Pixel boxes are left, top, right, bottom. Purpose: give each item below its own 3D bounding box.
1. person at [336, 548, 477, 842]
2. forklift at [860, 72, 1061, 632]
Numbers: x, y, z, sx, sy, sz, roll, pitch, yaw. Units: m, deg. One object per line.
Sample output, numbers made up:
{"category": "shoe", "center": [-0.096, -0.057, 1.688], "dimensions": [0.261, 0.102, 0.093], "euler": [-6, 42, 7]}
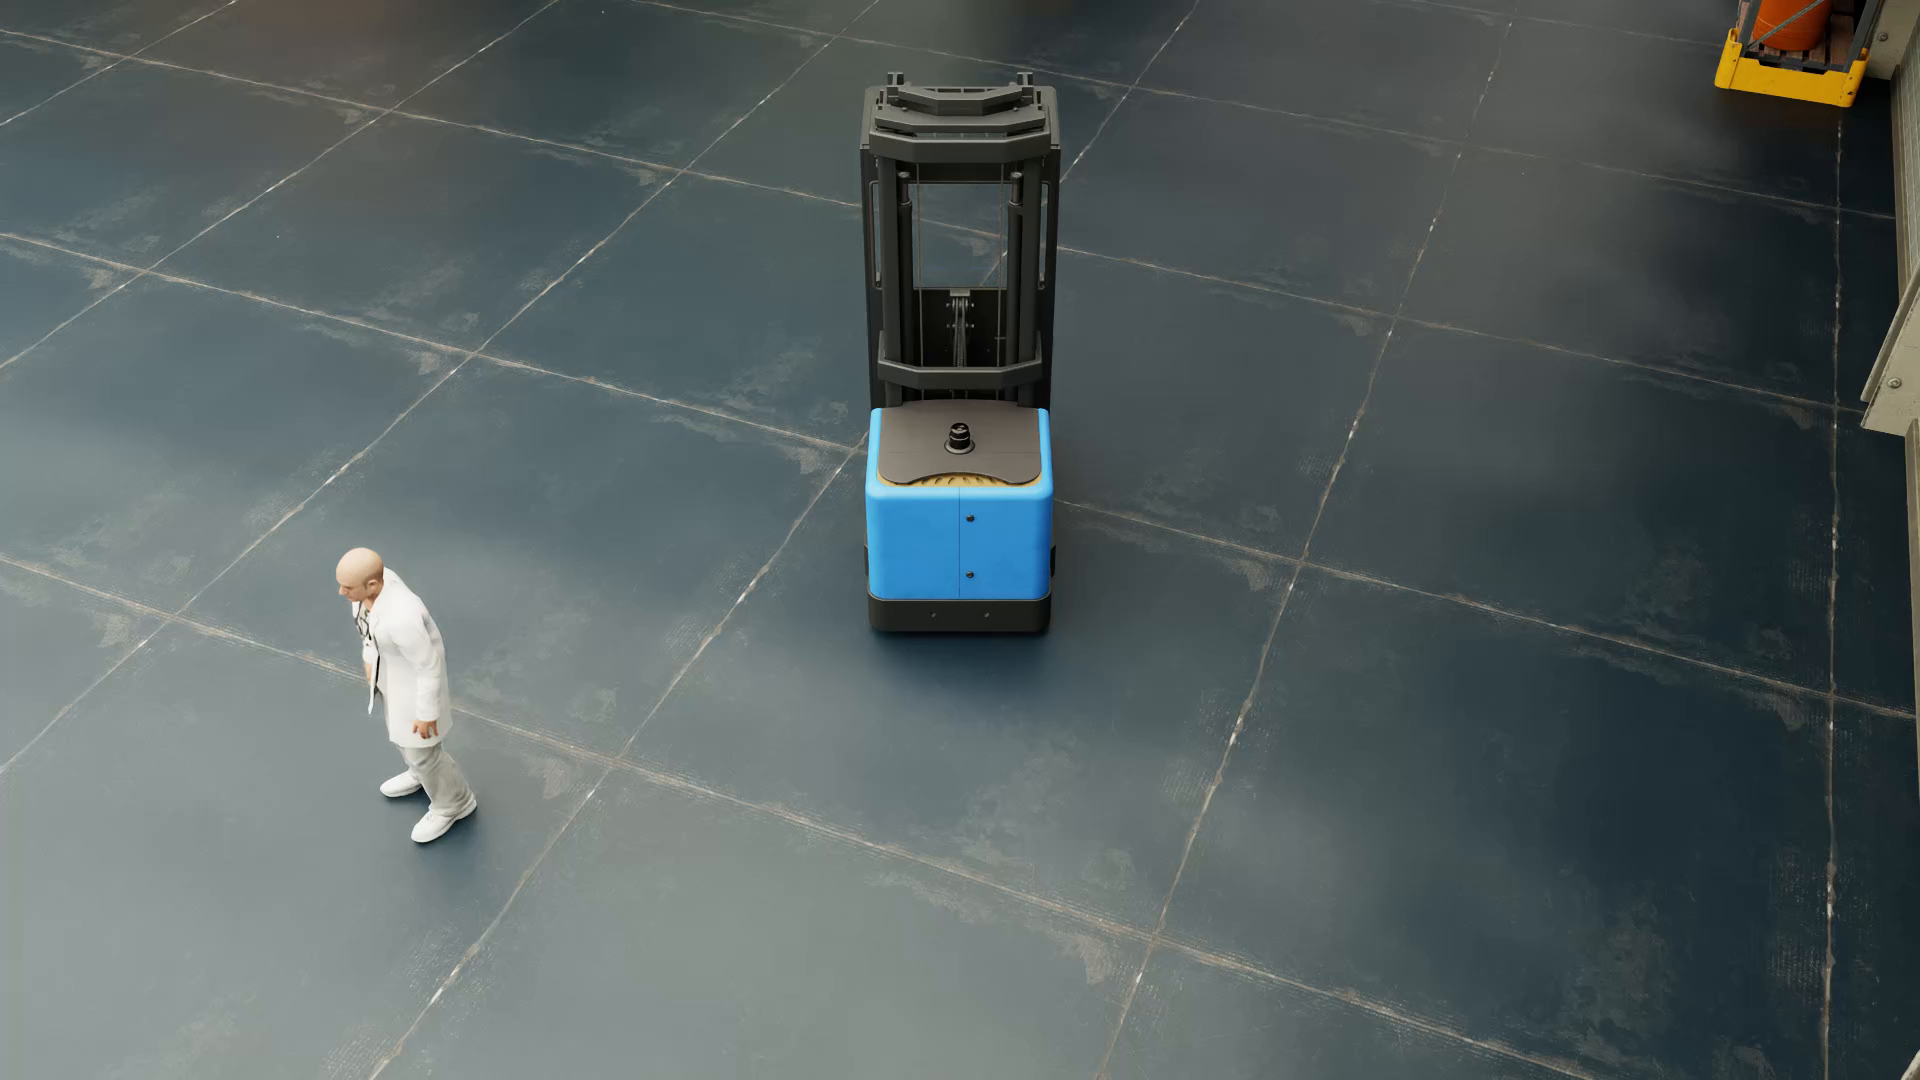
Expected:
{"category": "person", "center": [-2.703, 0.714, 8.054], "dimensions": [0.409, 1.774, 0.653], "euler": [-28, 48, -30]}
{"category": "forklift", "center": [0.002, -1.515, 9.816], "dimensions": [1.130, 2.935, 3.031], "euler": [0, 40, 0]}
